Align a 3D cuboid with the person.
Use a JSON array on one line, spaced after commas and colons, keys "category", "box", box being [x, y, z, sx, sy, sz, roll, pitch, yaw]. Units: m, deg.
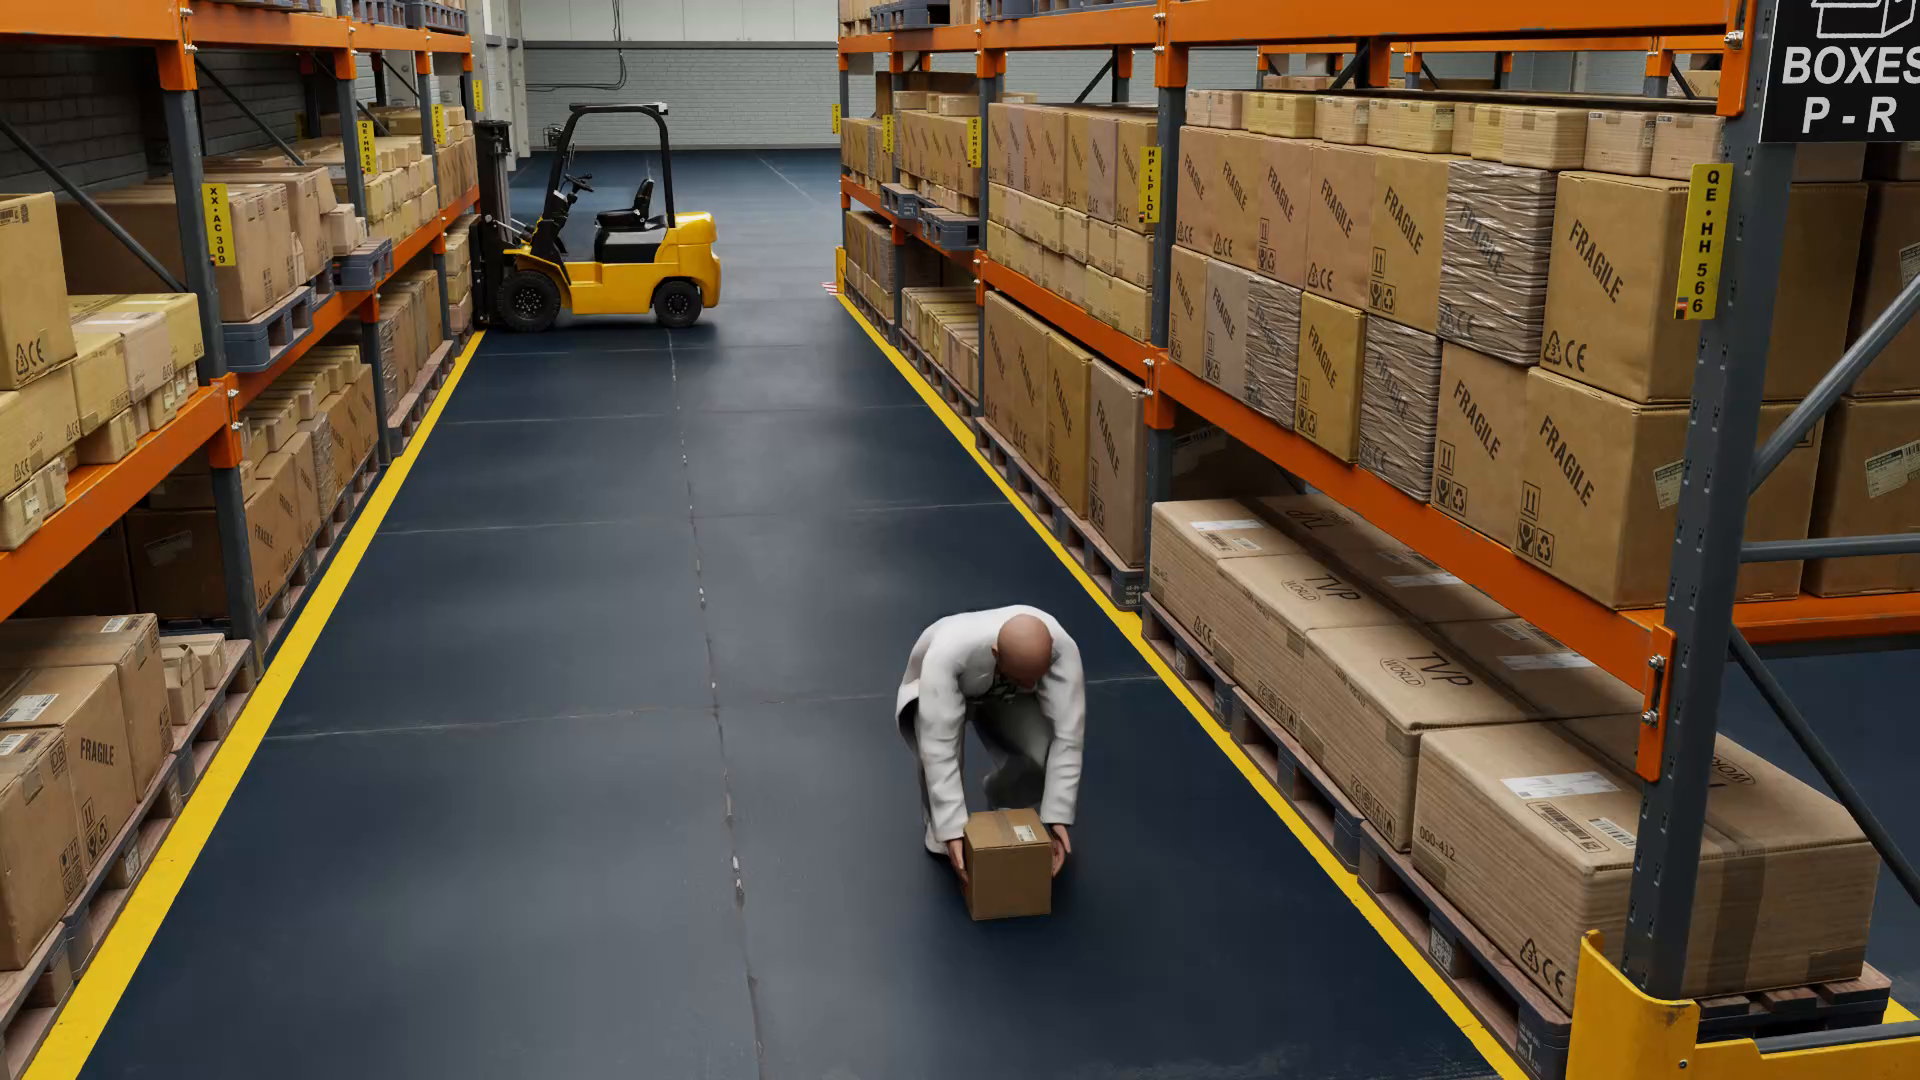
[{"category": "person", "box": [0.069, 0.173, 5.468, 0.524, 1.781, 0.563, -3, 16, -11]}]
